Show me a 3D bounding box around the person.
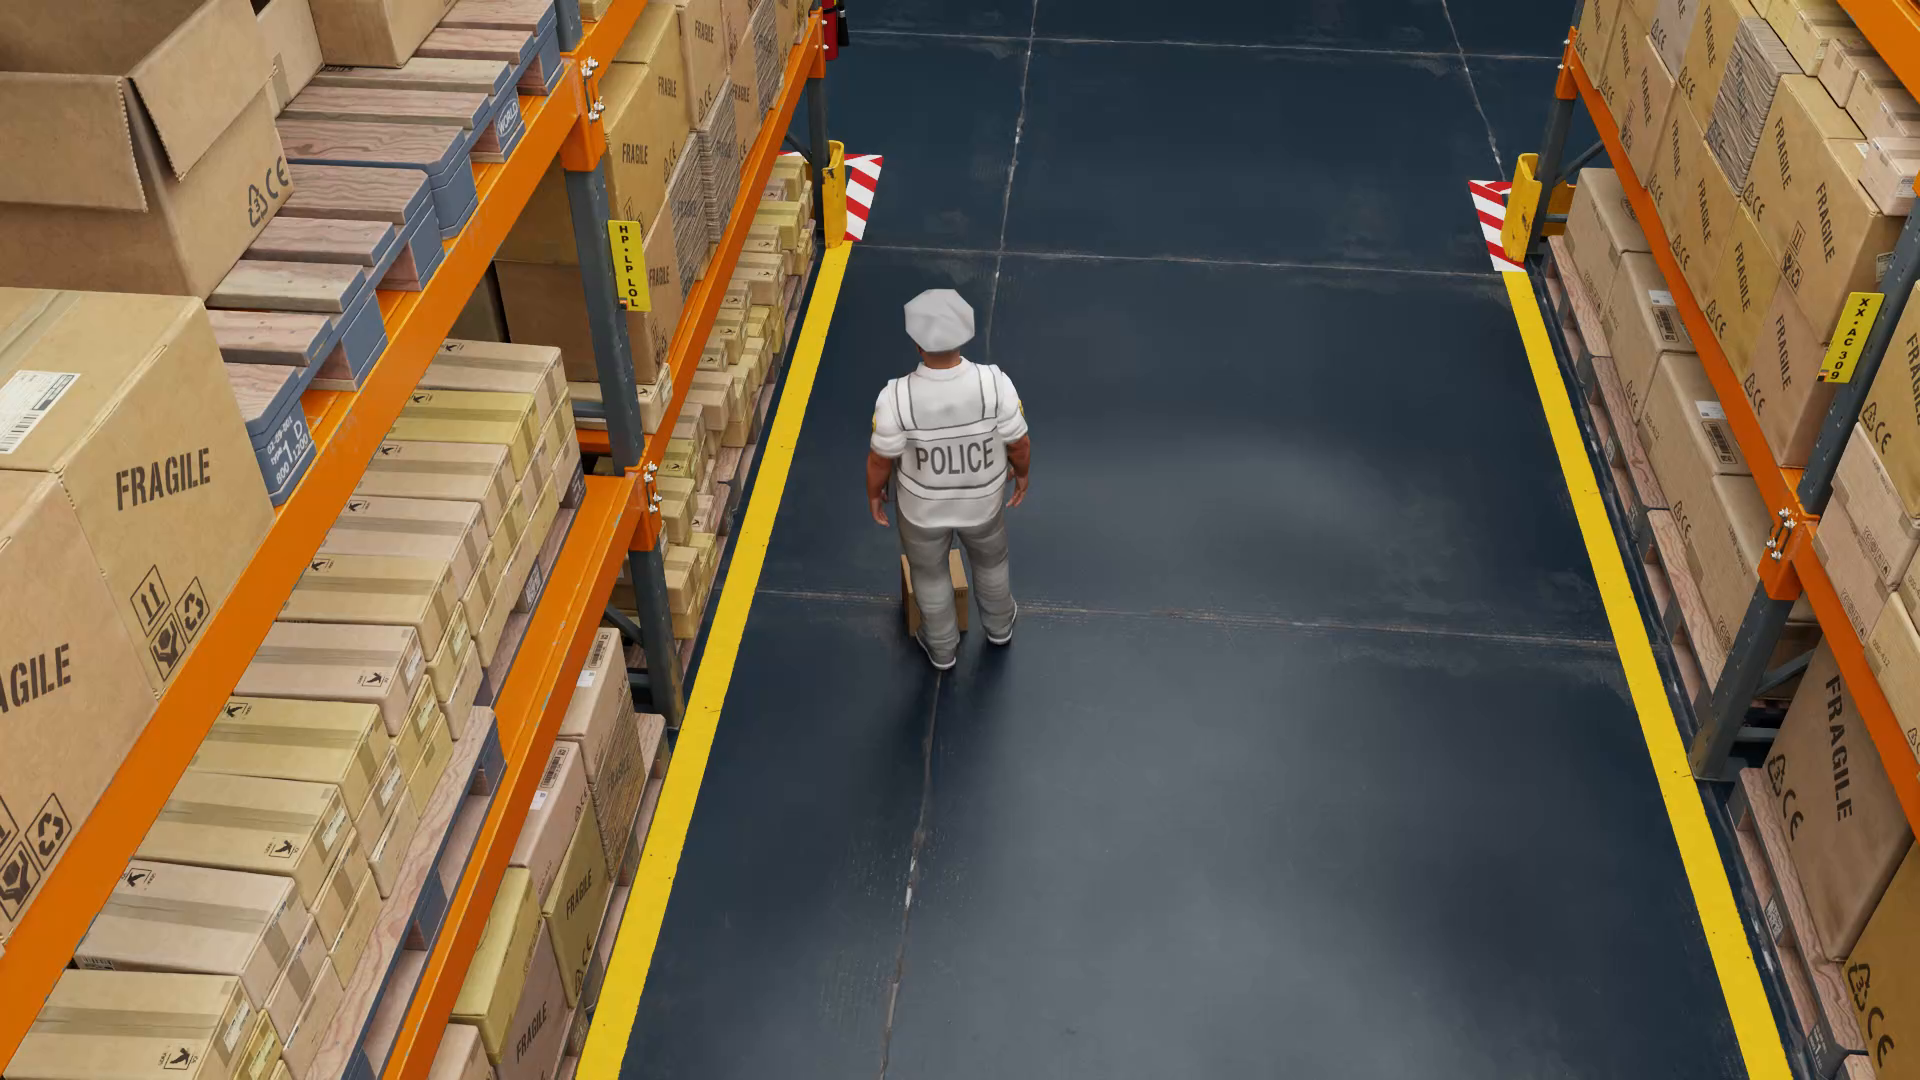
[{"bbox_3d":[-0.048,-0.238,6.399,0.642,1.780,0.573,-5,40,-6],"label":"person"}]
